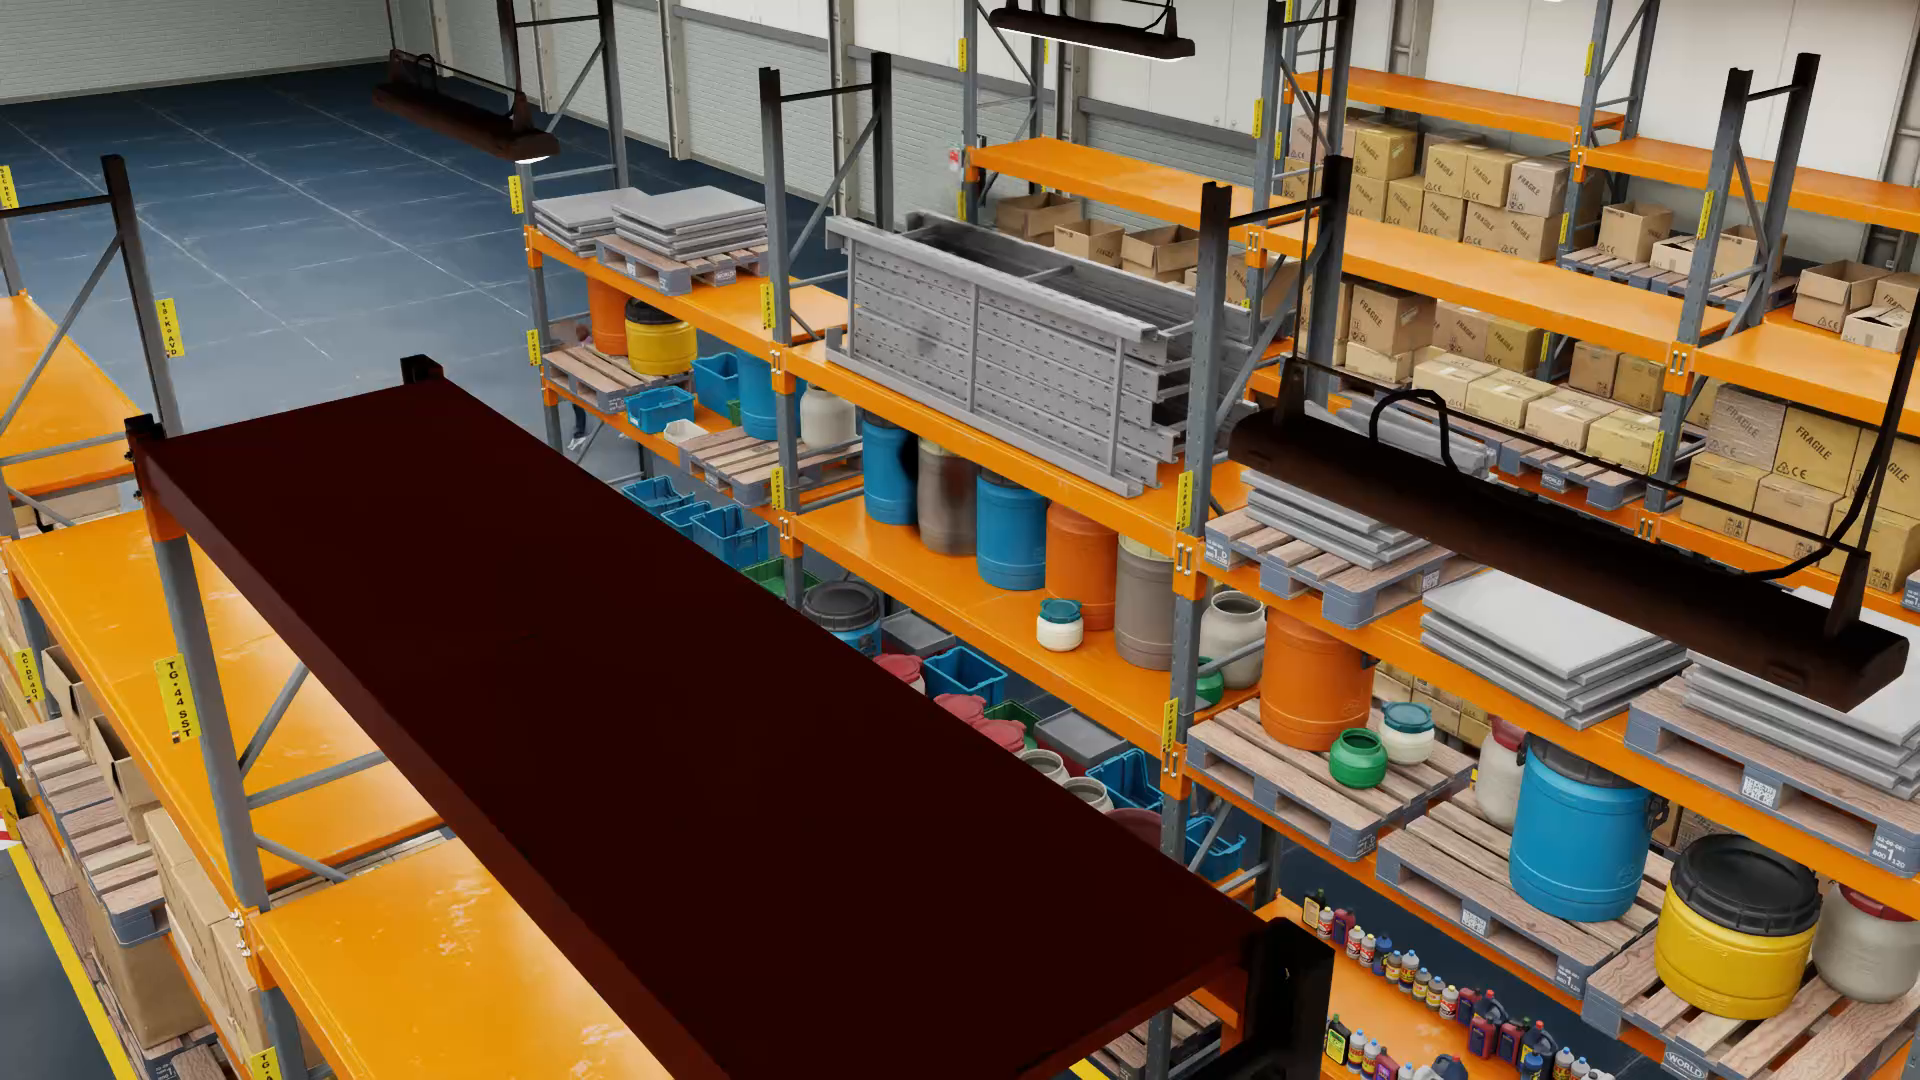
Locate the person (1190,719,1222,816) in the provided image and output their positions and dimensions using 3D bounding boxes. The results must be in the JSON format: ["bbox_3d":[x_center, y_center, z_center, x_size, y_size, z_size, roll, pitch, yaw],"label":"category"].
[{"bbox_3d":[1.761,1.383,12.820,0.653,1.710,0.593,-19,32,-34],"label":"person"}]

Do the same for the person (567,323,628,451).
[{"bbox_3d":[-4.452,-1.889,20.342,0.863,1.622,0.557,-6,27,-13],"label":"person"}]
